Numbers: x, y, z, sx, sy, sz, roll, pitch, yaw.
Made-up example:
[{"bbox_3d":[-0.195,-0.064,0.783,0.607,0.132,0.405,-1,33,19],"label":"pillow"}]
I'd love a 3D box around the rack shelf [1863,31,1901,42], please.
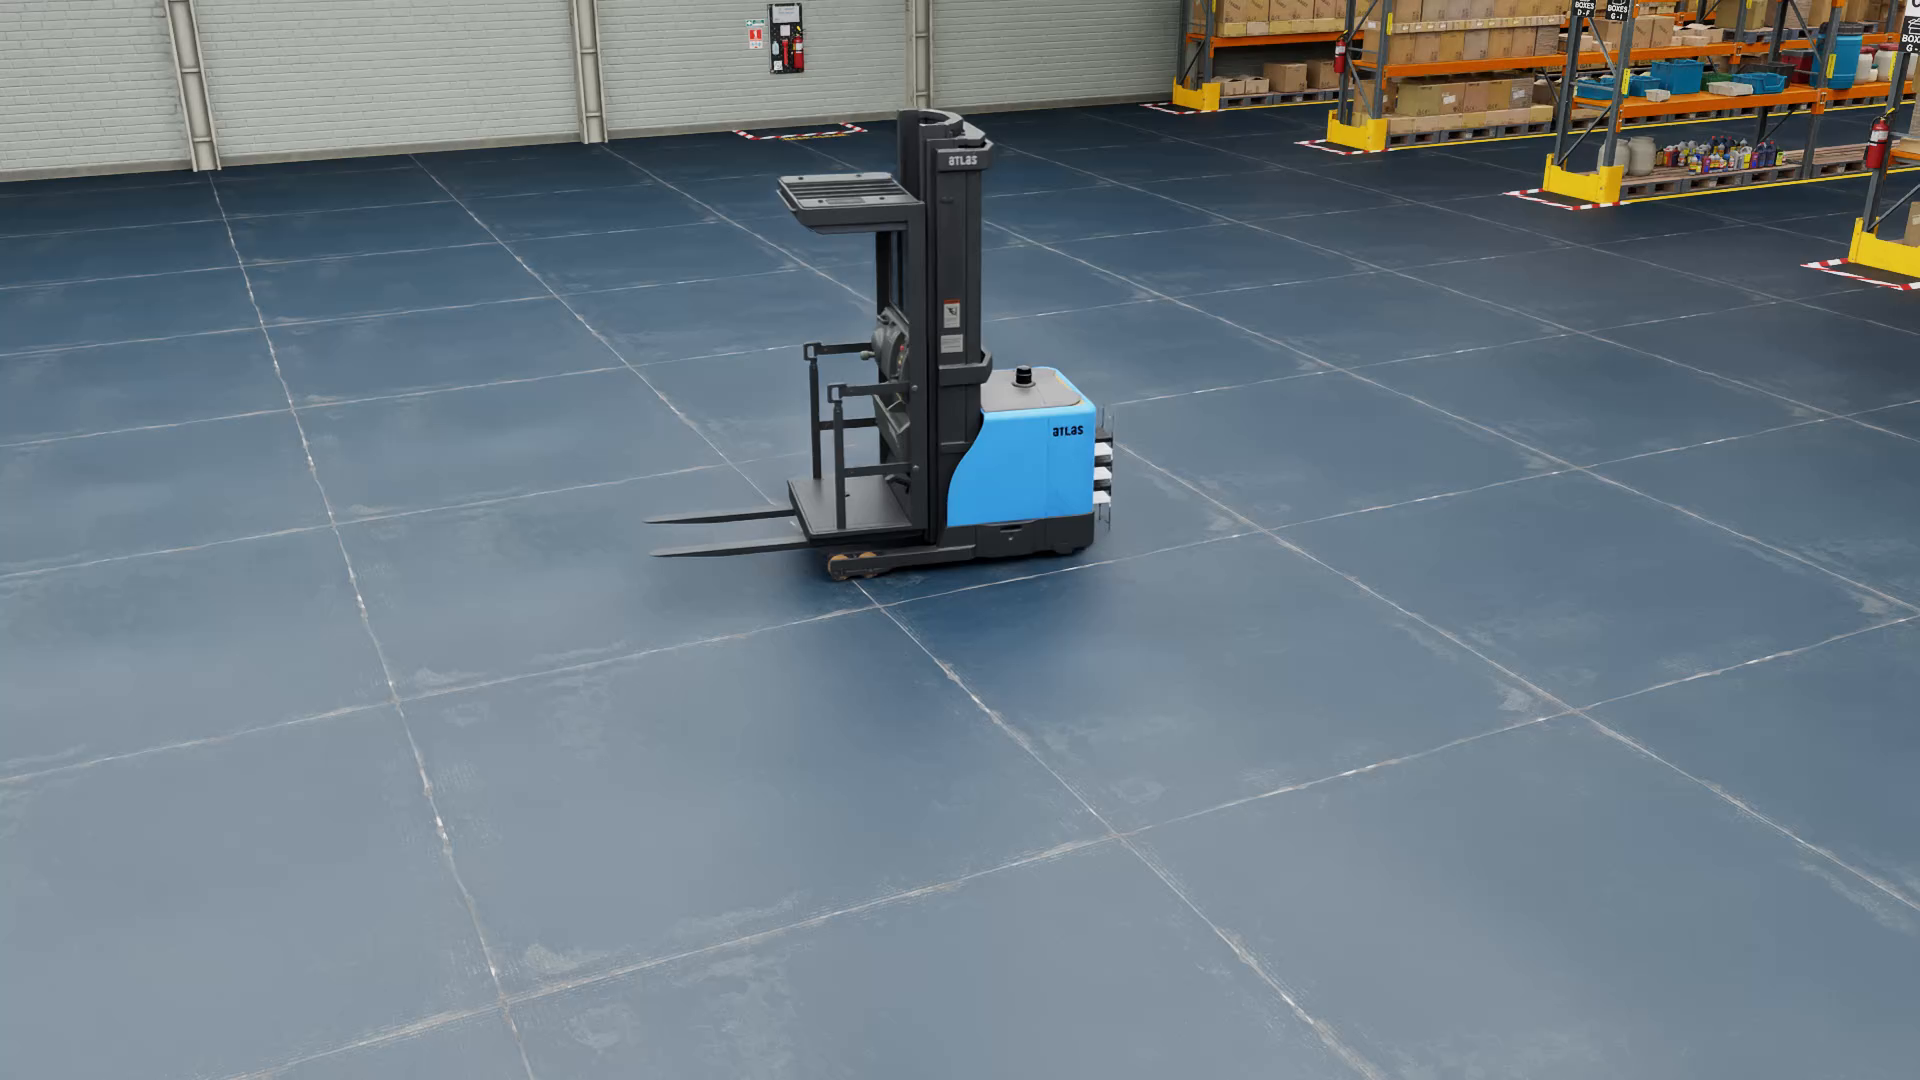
[{"bbox_3d":[19.188,-9.927,32.750,4.000,0.370,1.077,-10,25,-24],"label":"rack shelf"}]

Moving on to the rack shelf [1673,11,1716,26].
[{"bbox_3d":[17.037,-11.633,36.872,4.000,0.370,1.077,-10,25,-24],"label":"rack shelf"}]

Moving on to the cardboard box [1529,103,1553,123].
[{"bbox_3d":[9.855,-7.372,28.683,0.500,0.250,0.500,-10,25,-24],"label":"cardboard box"}]

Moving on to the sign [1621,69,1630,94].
[{"bbox_3d":[8.953,-6.167,22.364,0.005,0.325,0.100,-10,25,-24],"label":"sign"}]

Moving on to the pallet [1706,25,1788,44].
[{"bbox_3d":[14.362,-9.312,30.575,1.003,0.211,1.213,-10,25,-24],"label":"pallet"}]

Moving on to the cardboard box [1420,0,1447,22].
[{"bbox_3d":[7.519,-8.753,27.148,0.500,0.500,0.700,-11,25,-25],"label":"cardboard box"}]

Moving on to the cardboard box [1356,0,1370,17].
[{"bbox_3d":[7.734,-10.408,32.162,0.500,0.500,0.500,-10,25,-24],"label":"cardboard box"}]

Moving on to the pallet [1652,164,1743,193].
[{"bbox_3d":[10.599,-5.303,24.286,1.213,0.211,1.003,-10,25,-24],"label":"pallet"}]

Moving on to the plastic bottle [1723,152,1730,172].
[{"bbox_3d":[11.069,-5.472,24.040,0.097,0.271,0.097,0,22,0],"label":"plastic bottle"}]

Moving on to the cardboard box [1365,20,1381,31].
[{"bbox_3d":[6.835,-8.412,27.171,0.250,0.149,0.380,-11,25,-25],"label":"cardboard box"}]

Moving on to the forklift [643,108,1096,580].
[{"bbox_3d":[-0.645,-1.307,11.076,3.031,2.935,1.130,-5,23,-13],"label":"forklift"}]

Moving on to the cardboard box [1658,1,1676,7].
[{"bbox_3d":[14.928,-11.663,35.459,0.500,0.500,0.500,-11,25,-24],"label":"cardboard box"}]

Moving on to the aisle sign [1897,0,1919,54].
[{"bbox_3d":[10.681,-5.817,18.481,0.004,0.787,0.394,-10,25,-24],"label":"aisle sign"}]

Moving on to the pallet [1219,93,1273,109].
[{"bbox_3d":[5.238,-8.490,31.985,1.213,0.211,1.003,-10,25,-24],"label":"pallet"}]

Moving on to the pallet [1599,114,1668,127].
[{"bbox_3d":[11.926,-7.651,29.958,1.213,0.211,1.003,-10,25,-24],"label":"pallet"}]

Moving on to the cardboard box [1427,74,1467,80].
[{"bbox_3d":[8.274,-7.652,28.379,0.500,0.500,0.500,-10,25,-24],"label":"cardboard box"}]

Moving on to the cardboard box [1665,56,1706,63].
[{"bbox_3d":[15.953,-10.762,36.545,0.500,0.500,0.700,-10,25,-23],"label":"cardboard box"}]

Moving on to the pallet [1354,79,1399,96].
[{"bbox_3d":[8.727,-9.148,33.574,1.213,0.211,1.003,-10,25,-24],"label":"pallet"}]

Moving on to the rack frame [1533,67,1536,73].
[{"bbox_3d":[11.630,-10.970,34.330,0.127,3.000,1.000,-10,25,-24],"label":"rack frame"}]

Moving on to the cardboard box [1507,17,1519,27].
[{"bbox_3d":[9.108,-8.659,27.768,0.250,0.149,0.380,-11,25,-24],"label":"cardboard box"}]

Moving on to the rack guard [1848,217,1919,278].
[{"bbox_3d":[10.935,-3.380,19.262,0.348,0.500,1.175,-10,25,-24],"label":"rack guard"}]

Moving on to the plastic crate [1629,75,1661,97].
[{"bbox_3d":[9.627,-6.452,23.610,0.408,0.251,0.499,-10,25,-24],"label":"plastic crate"}]

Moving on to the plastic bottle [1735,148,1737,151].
[{"bbox_3d":[11.336,-5.580,24.286,0.133,0.283,0.061,-10,25,-24],"label":"plastic bottle"}]

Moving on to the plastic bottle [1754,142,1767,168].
[{"bbox_3d":[11.695,-5.634,24.327,0.185,0.351,0.144,-12,25,-26],"label":"plastic bottle"}]

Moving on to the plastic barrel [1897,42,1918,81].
[{"bbox_3d":[14.331,-7.232,25.122,0.433,0.535,0.433,0,22,0],"label":"plastic barrel"}]

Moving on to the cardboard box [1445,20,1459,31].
[{"bbox_3d":[7.950,-8.445,27.252,0.250,0.149,0.380,-11,25,-25],"label":"cardboard box"}]

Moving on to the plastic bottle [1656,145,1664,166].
[{"bbox_3d":[10.281,-5.659,24.475,0.133,0.283,0.061,-10,24,-22],"label":"plastic bottle"}]

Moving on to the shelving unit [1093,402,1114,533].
[{"bbox_3d":[0.941,-0.502,11.787,0.210,0.900,0.258,-5,23,-13],"label":"shelving unit"}]

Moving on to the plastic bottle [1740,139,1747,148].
[{"bbox_3d":[11.845,-5.934,25.154,0.097,0.271,0.097,0,22,0],"label":"plastic bottle"}]

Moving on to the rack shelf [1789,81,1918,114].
[{"bbox_3d":[14.125,-6.892,25.419,4.000,0.370,1.077,-10,25,-24],"label":"rack shelf"}]

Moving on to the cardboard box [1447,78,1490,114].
[{"bbox_3d":[8.506,-7.467,27.933,0.500,0.500,0.500,-10,25,-24],"label":"cardboard box"}]

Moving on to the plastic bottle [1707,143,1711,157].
[{"bbox_3d":[11.129,-5.776,24.773,0.097,0.271,0.097,0,22,0],"label":"plastic bottle"}]

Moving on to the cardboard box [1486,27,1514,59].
[{"bbox_3d":[8.855,-8.399,27.988,0.500,0.500,0.700,-10,25,-23],"label":"cardboard box"}]

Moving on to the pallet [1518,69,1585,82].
[{"bbox_3d":[12.373,-9.787,35.117,1.213,0.211,1.003,-10,25,-24],"label":"pallet"}]

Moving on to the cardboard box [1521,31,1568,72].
[{"bbox_3d":[12.350,-10.248,34.847,0.750,0.750,0.750,-11,25,-24],"label":"cardboard box"}]

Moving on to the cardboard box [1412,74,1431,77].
[{"bbox_3d":[9.126,-9.586,33.679,0.500,0.500,0.700,-11,25,-25],"label":"cardboard box"}]

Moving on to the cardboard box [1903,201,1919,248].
[{"bbox_3d":[11.437,-3.659,19.387,0.500,0.500,0.500,-6,23,-14],"label":"cardboard box"}]

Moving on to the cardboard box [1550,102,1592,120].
[{"bbox_3d":[10.649,-7.505,29.006,0.500,0.250,0.500,-11,25,-25],"label":"cardboard box"}]

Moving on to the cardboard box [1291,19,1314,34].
[{"bbox_3d":[6.379,-9.811,31.701,0.500,0.250,0.500,-10,25,-23],"label":"cardboard box"}]

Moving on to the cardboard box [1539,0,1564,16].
[{"bbox_3d":[9.781,-9.170,28.155,0.500,0.500,0.700,-10,25,-23],"label":"cardboard box"}]

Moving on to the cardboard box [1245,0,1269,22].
[{"bbox_3d":[5.432,-9.984,31.137,0.500,0.500,0.500,-10,25,-23],"label":"cardboard box"}]

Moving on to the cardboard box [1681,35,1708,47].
[{"bbox_3d":[13.091,-8.903,29.665,0.250,0.149,0.380,-10,25,-24],"label":"cardboard box"}]

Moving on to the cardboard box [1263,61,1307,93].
[{"bbox_3d":[6.281,-8.974,32.202,0.500,0.500,0.700,-12,25,-27],"label":"cardboard box"}]

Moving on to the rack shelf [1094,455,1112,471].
[{"bbox_3d":[0.941,-0.555,11.765,0.200,0.077,0.258,-5,23,-13],"label":"rack shelf"}]

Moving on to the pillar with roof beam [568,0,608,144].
[{"bbox_3d":[-4.268,-9.355,22.585,0.400,9.000,9.100,-10,25,-24],"label":"pillar with roof beam"}]

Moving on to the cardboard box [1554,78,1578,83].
[{"bbox_3d":[10.884,-8.037,29.558,0.500,0.311,0.500,-10,24,-22],"label":"cardboard box"}]

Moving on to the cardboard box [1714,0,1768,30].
[{"bbox_3d":[14.301,-9.647,30.455,0.700,0.500,0.500,21,30,41],"label":"cardboard box"}]

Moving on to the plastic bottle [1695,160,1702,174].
[{"bbox_3d":[10.581,-5.350,23.836,0.097,0.201,0.097,0,22,0],"label":"plastic bottle"}]

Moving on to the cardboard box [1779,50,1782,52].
[{"bbox_3d":[18.251,-11.186,37.570,0.500,0.500,0.700,-10,25,-24],"label":"cardboard box"}]

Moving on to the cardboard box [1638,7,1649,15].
[{"bbox_3d":[14.370,-11.232,35.265,0.250,0.149,0.380,-10,25,-24],"label":"cardboard box"}]

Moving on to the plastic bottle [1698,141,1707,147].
[{"bbox_3d":[11.079,-5.806,24.830,0.133,0.283,0.061,-9,24,-21],"label":"plastic bottle"}]

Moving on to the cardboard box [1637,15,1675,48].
[{"bbox_3d":[12.277,-9.026,29.503,0.500,0.500,0.500,-12,25,-26],"label":"cardboard box"}]

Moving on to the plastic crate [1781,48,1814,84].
[{"bbox_3d":[12.626,-7.108,24.916,0.583,0.464,0.402,-10,25,-24],"label":"plastic crate"}]

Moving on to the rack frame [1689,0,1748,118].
[{"bbox_3d":[13.782,-9.264,30.208,0.127,3.000,1.000,-10,25,-24],"label":"rack frame"}]

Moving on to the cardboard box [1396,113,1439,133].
[{"bbox_3d":[7.602,-6.957,27.681,0.500,0.250,0.500,-10,25,-24],"label":"cardboard box"}]

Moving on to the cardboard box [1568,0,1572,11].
[{"bbox_3d":[12.655,-11.239,34.434,0.500,0.500,0.500,-10,24,-22],"label":"cardboard box"}]

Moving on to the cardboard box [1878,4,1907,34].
[{"bbox_3d":[17.964,-9.964,31.769,0.500,0.500,0.500,-10,24,-22],"label":"cardboard box"}]
